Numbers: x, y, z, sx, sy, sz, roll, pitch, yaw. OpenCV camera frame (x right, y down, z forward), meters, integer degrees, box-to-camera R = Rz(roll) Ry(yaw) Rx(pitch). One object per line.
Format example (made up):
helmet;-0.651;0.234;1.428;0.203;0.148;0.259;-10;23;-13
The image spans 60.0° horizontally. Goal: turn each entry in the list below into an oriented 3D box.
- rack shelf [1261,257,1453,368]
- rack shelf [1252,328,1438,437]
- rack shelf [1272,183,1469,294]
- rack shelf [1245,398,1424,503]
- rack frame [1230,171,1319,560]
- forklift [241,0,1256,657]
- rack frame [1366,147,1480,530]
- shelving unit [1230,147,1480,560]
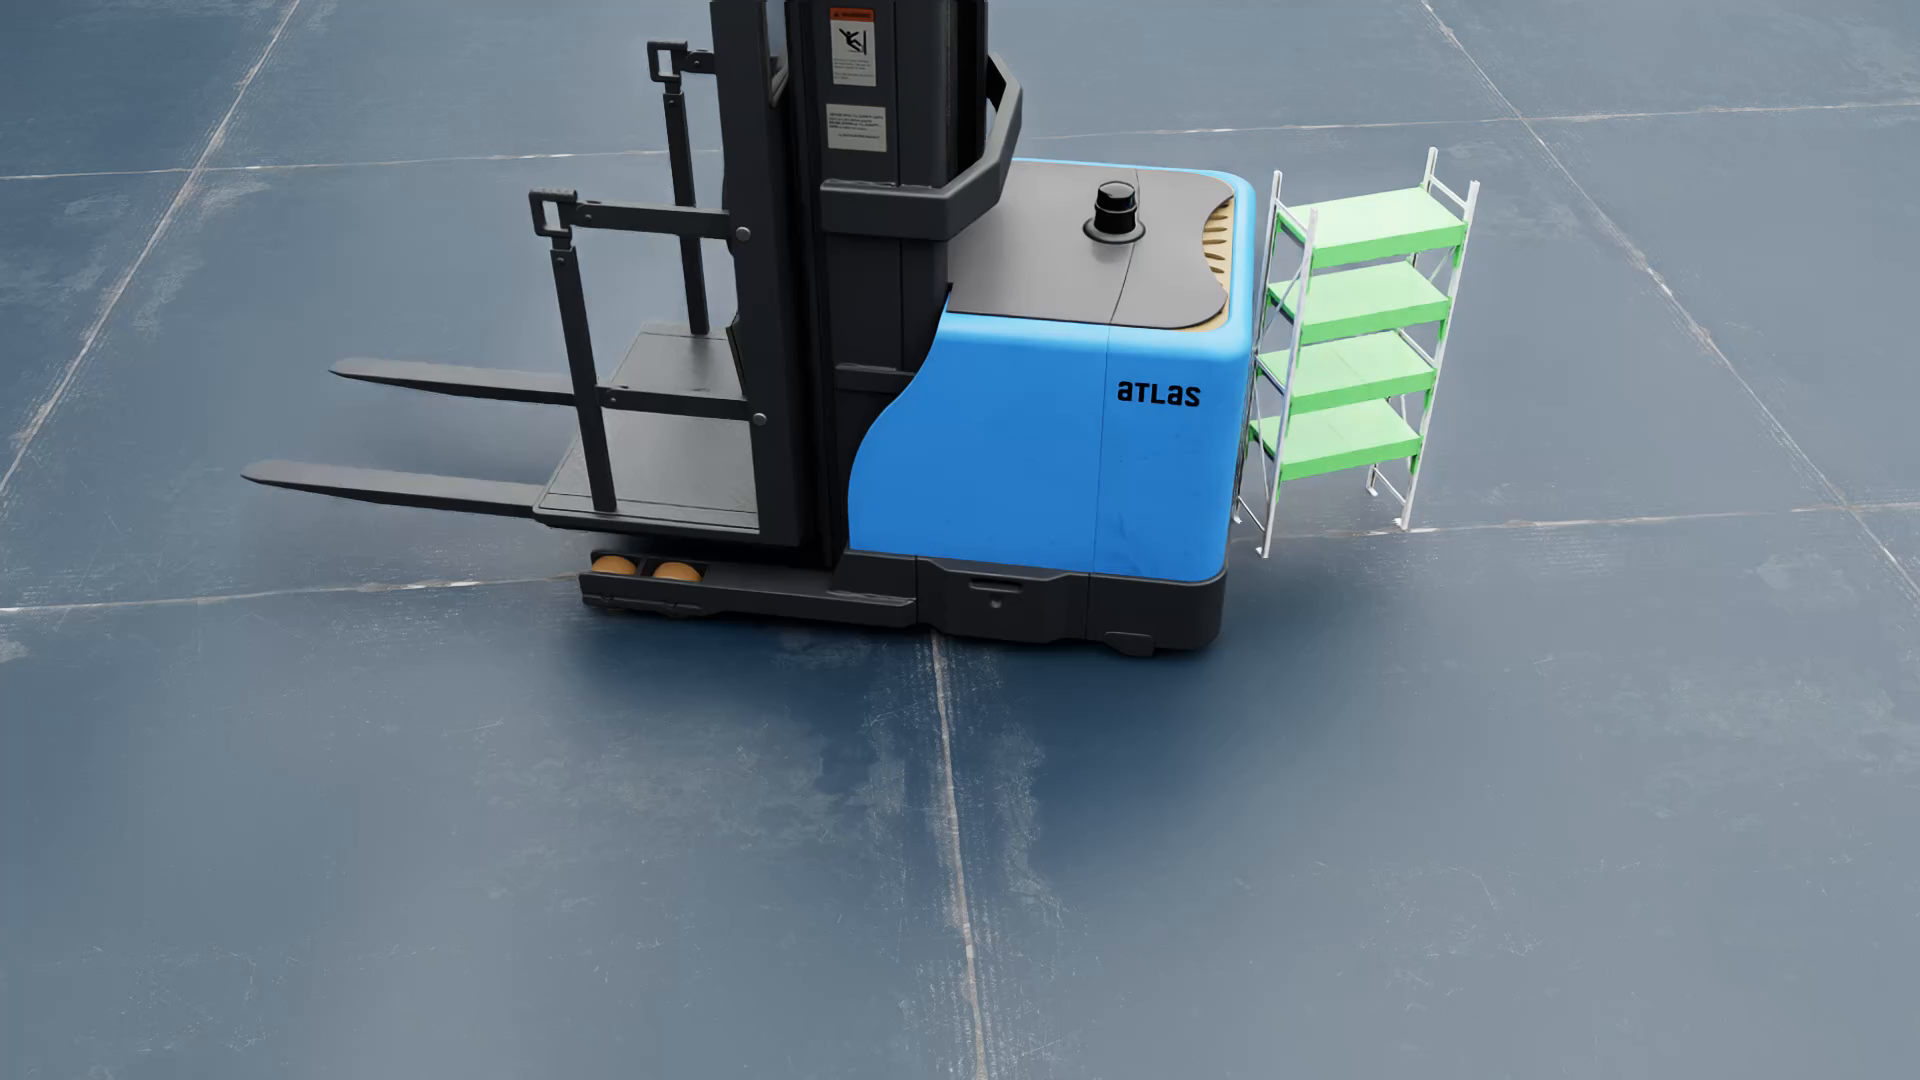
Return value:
rack shelf;1.146;-0.666;4.841;0.480;0.148;0.258;-11;40;-14
rack shelf;1.146;-0.477;4.989;0.480;0.148;0.258;-11;40;-14
rack shelf;1.146;-0.854;4.692;0.480;0.148;0.258;-11;40;-14
rack shelf;1.146;-0.289;5.138;0.480;0.148;0.258;-11;40;-14
rack frame;0.914;-0.481;4.891;0.015;1.200;0.240;-11;40;-14
forklift;-0.682;-1.237;4.451;3.031;2.935;1.130;5;39;7
rack frame;1.378;-0.574;5.009;0.015;1.200;0.240;-11;40;-14
shelving unit;1.146;-0.527;4.950;0.503;1.200;0.258;-11;40;-14
